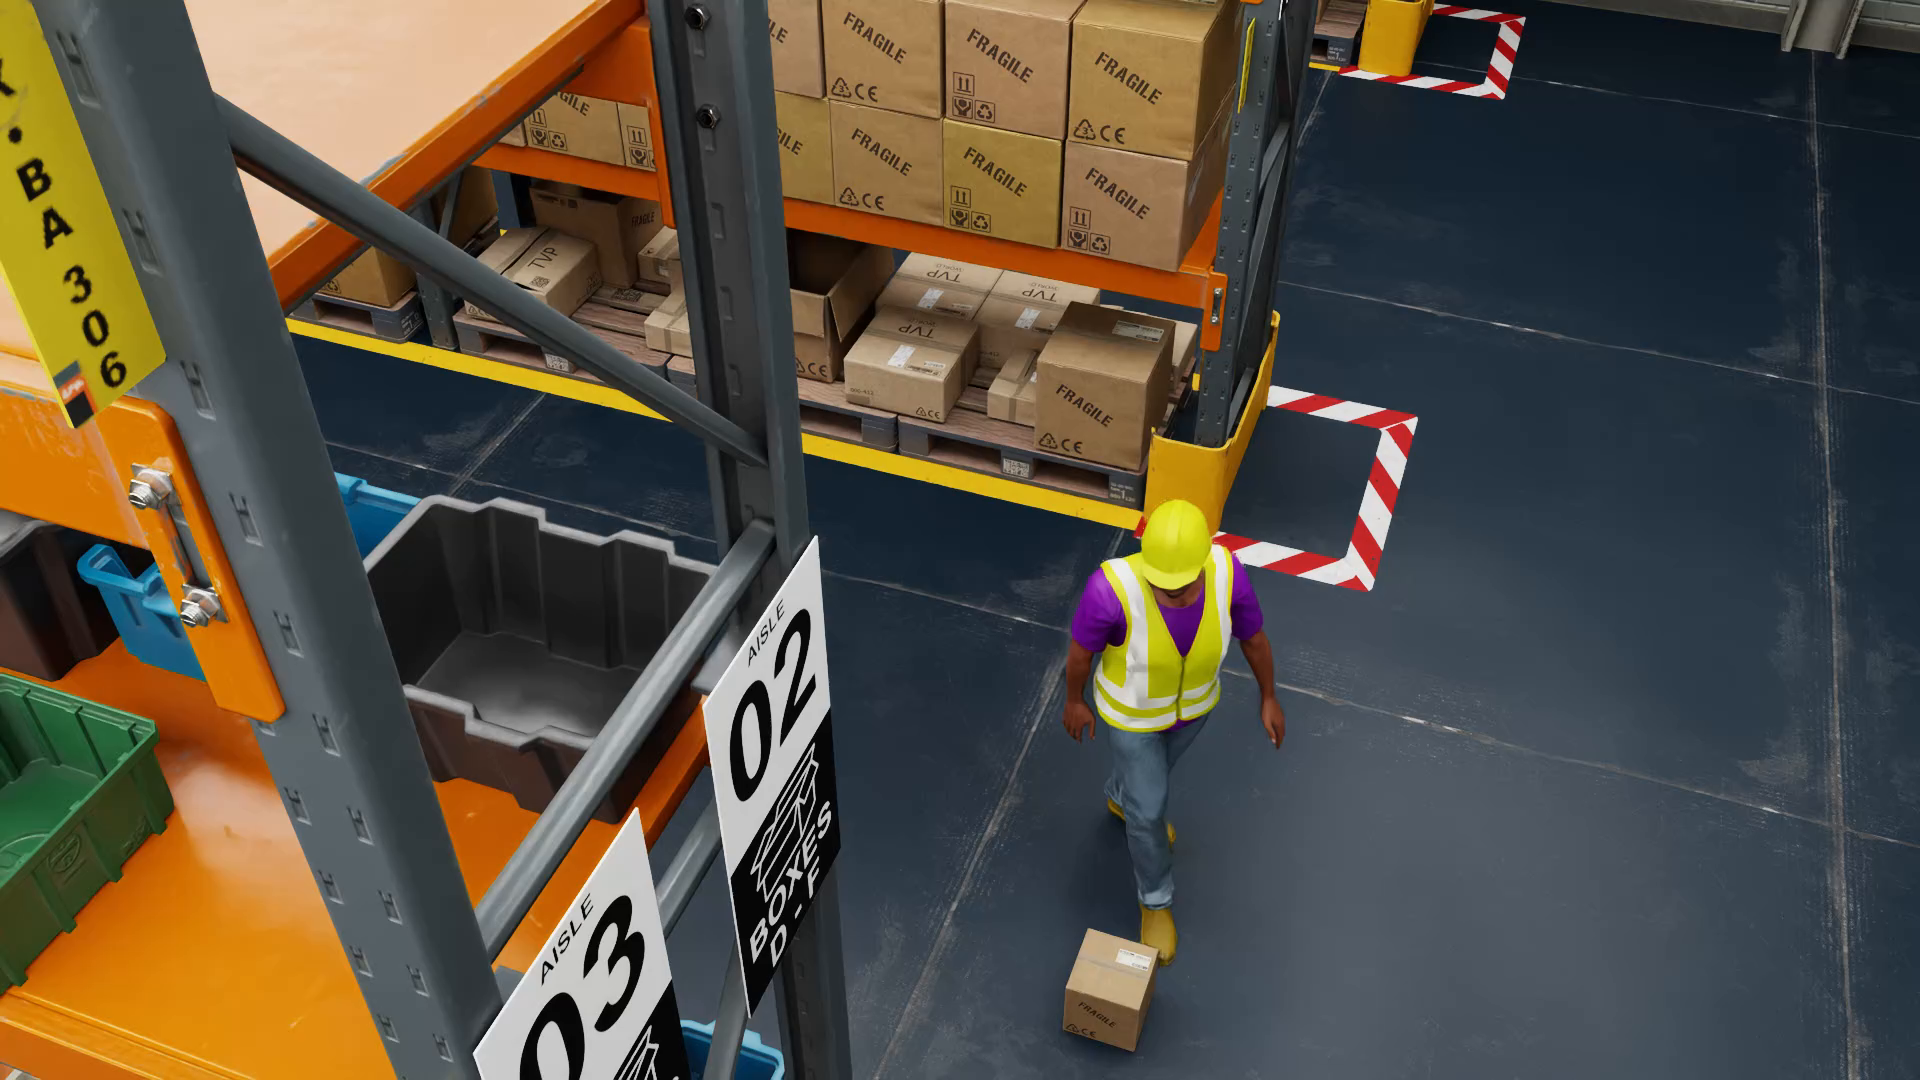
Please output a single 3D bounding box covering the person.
[{"bbox_3d":[-6.789,-0.416,6.610,13.240,1.775,9.469,-16,44,-18],"label":"person"}]
